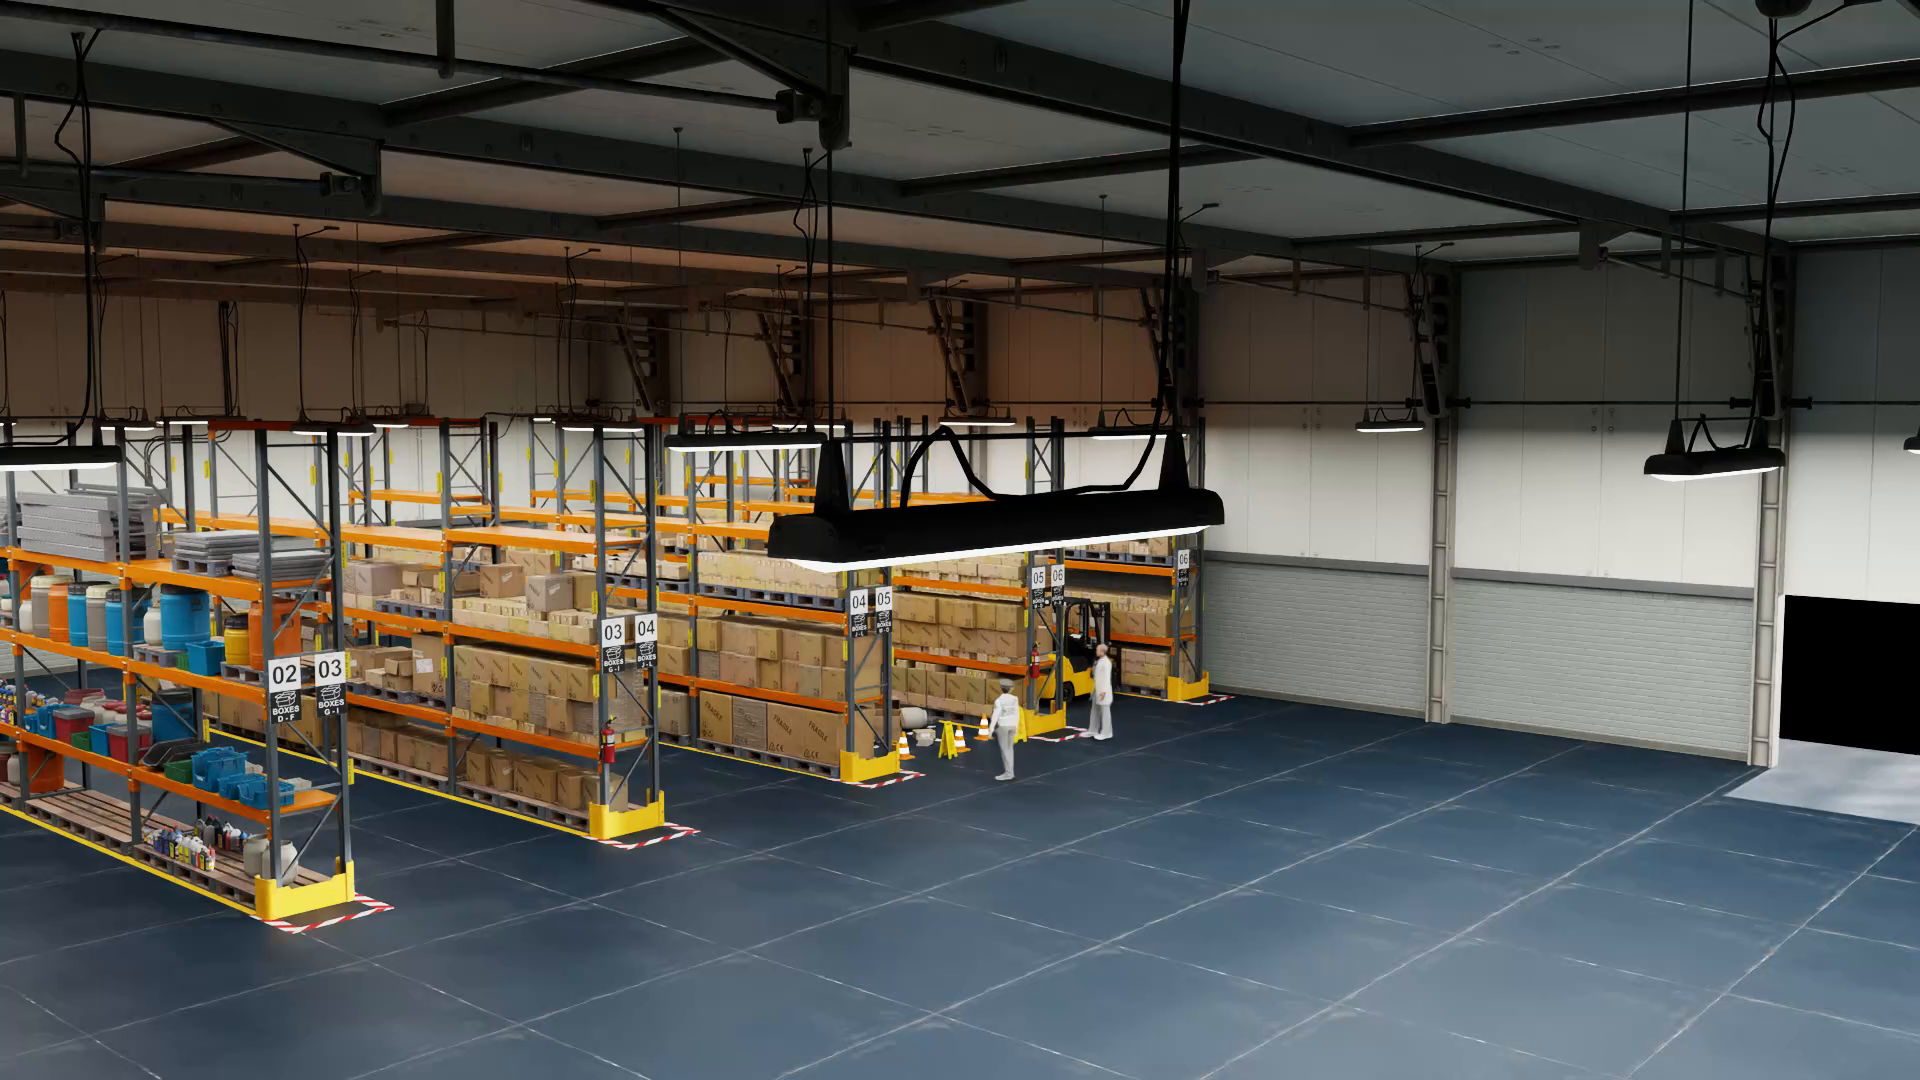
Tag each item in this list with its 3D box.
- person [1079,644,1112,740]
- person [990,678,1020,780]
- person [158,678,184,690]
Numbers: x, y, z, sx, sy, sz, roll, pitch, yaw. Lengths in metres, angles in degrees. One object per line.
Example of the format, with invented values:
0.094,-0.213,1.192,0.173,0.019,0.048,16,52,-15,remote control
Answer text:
2.600,2.848,31.205,0.533,1.796,0.621,-2,5,-20,person
0.753,3.183,27.886,0.564,1.718,0.389,-4,6,-37,person
-14.298,2.913,30.266,0.626,1.788,0.437,2,5,24,person
